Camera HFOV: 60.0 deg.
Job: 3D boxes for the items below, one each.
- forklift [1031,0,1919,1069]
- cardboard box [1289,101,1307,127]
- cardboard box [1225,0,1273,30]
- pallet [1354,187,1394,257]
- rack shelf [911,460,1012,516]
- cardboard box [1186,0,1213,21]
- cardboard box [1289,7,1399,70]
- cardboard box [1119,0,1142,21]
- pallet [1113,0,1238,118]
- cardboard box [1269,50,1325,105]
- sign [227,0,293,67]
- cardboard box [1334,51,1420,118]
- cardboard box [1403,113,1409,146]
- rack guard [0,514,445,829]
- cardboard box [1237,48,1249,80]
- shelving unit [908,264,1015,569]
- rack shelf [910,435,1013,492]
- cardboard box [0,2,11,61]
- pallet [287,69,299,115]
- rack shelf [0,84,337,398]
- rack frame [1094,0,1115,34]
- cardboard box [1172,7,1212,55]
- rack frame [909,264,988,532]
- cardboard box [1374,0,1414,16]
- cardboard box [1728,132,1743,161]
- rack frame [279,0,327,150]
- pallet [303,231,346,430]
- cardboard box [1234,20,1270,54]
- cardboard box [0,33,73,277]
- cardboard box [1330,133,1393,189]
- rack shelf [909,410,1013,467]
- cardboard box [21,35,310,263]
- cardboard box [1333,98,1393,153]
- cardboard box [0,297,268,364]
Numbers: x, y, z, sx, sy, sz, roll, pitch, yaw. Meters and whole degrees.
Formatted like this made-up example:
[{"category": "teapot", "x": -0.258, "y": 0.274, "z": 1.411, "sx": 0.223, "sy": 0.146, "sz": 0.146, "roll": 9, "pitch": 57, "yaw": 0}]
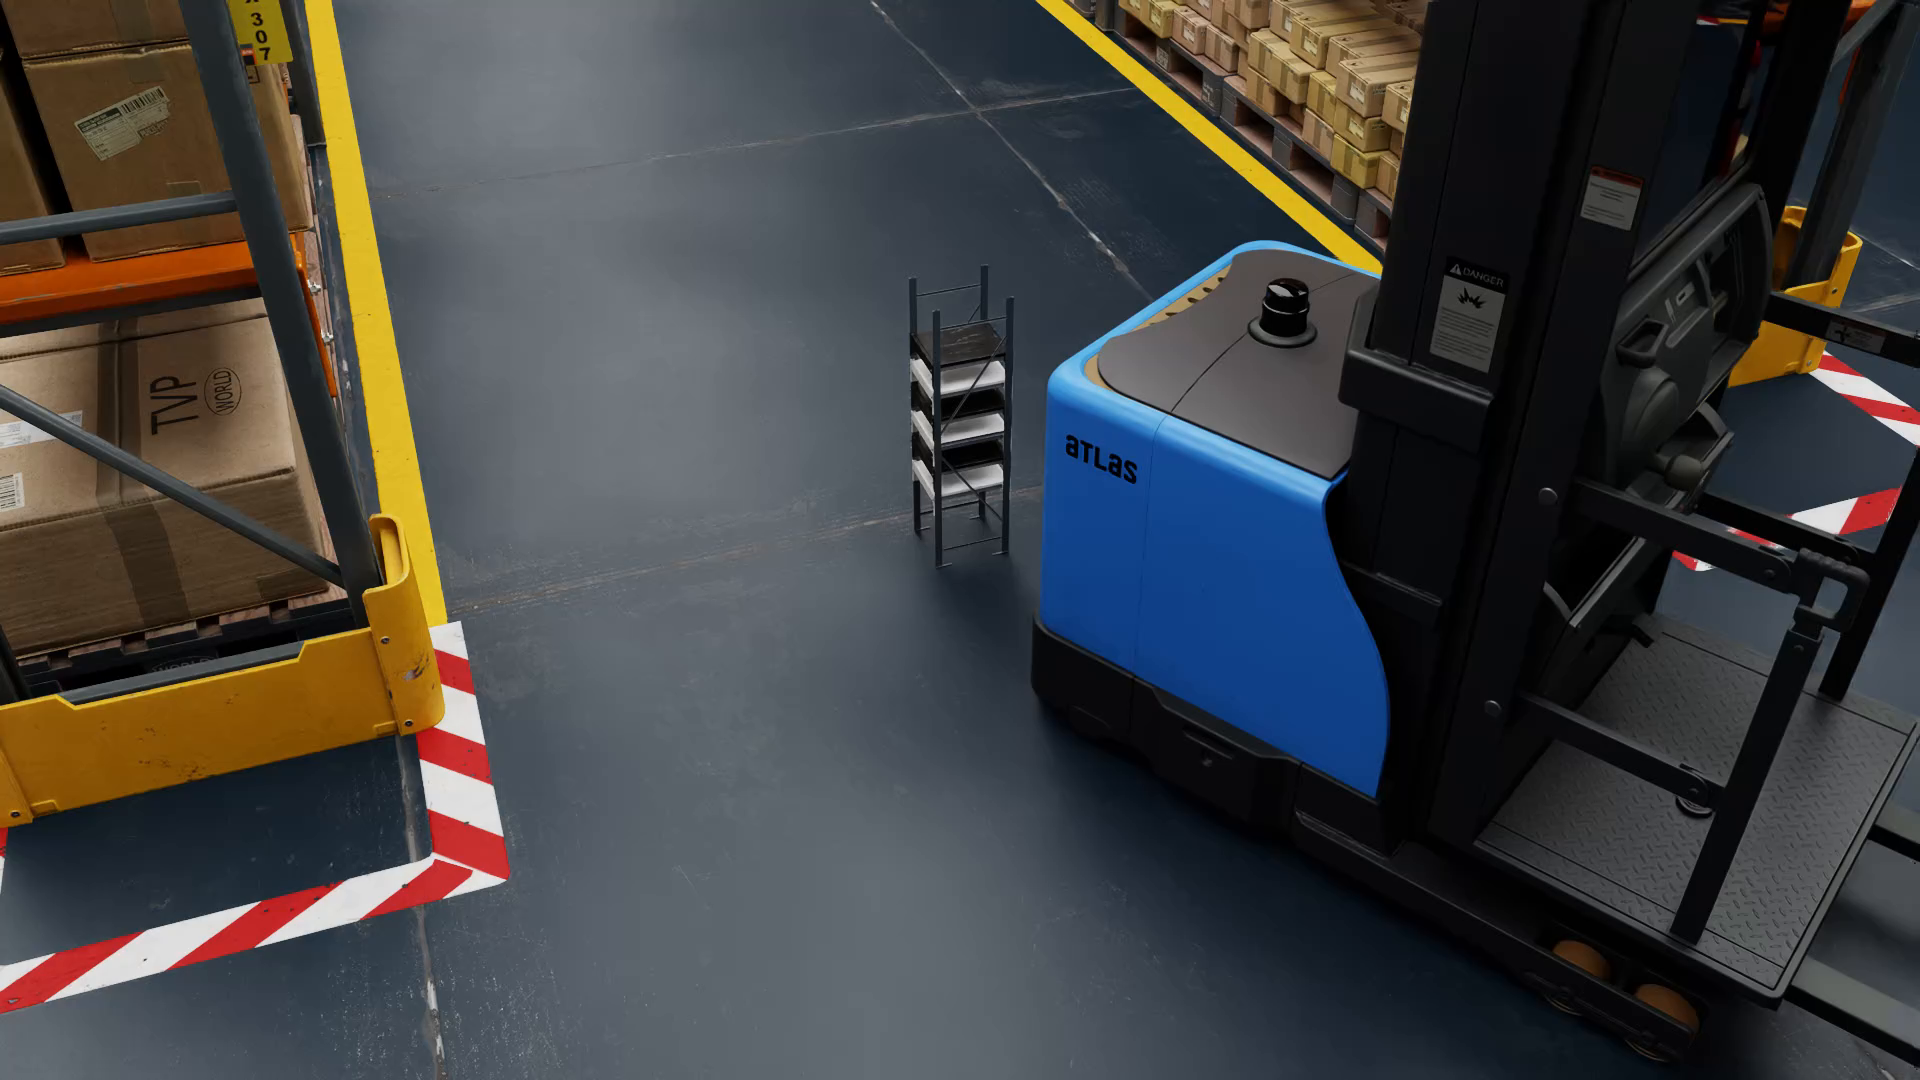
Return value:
[{"category": "forklift", "x": 1.654, "y": -0.374, "z": 3.311, "sx": 3.031, "sy": 2.935, "sz": 1.130, "roll": 26, "pitch": 44, "yaw": 31}, {"category": "cardboard box", "x": 1.681, "y": -1.919, "z": 7.325, "sx": 0.380, "sy": 0.149, "sz": 0.250, "roll": -11, "pitch": 38, "yaw": -15}, {"category": "cardboard box", "x": 1.429, "y": -2.444, "z": 7.528, "sx": 0.380, "sy": 0.149, "sz": 0.250, "roll": -12, "pitch": 39, "yaw": -15}, {"category": "pallet", "x": 2.315, "y": -1.155, "z": 6.608, "sx": 1.003, "sy": 0.211, "sz": 1.213, "roll": -12, "pitch": 39, "yaw": -16}, {"category": "rack shelf", "x": 0.003, "y": -0.184, "z": 5.102, "sx": 0.258, "sy": 0.077, "sz": 0.200, "roll": -12, "pitch": 39, "yaw": -16}, {"category": "cardboard box", "x": 1.324, "y": -2.641, "z": 8.037, "sx": 0.380, "sy": 0.149, "sz": 0.250, "roll": -13, "pitch": 39, "yaw": -16}, {"category": "cardboard box", "x": 1.649, "y": -2.160, "z": 7.151, "sx": 0.380, "sy": 0.149, "sz": 0.250, "roll": -12, "pitch": 39, "yaw": -16}, {"category": "cardboard box", "x": 1.034, "y": -2.776, "z": 8.463, "sx": 0.380, "sy": 0.149, "sz": 0.250, "roll": -14, "pitch": 39, "yaw": -18}, {"category": "pallet", "x": 1.475, "y": -2.533, "z": 8.438, "sx": 1.003, "sy": 0.211, "sz": 1.213, "roll": -12, "pitch": 39, "yaw": -16}, {"category": "cardboard box", "x": 1.575, "y": -2.028, "z": 7.222, "sx": 0.380, "sy": 0.149, "sz": 0.250, "roll": -12, "pitch": 39, "yaw": -15}, {"category": "sign", "x": -1.503, "y": -1.166, "z": 3.520, "sx": 0.100, "sy": 0.325, "sz": 0.005, "roll": -12, "pitch": 39, "yaw": -16}, {"category": "cardboard box", "x": 1.752, "y": -1.846, "z": 6.734, "sx": 0.380, "sy": 0.149, "sz": 0.250, "roll": -11, "pitch": 38, "yaw": -14}, {"category": "cardboard box", "x": 1.926, "y": -1.546, "z": 6.336, "sx": 0.380, "sy": 0.149, "sz": 0.250, "roll": -13, "pitch": 39, "yaw": -17}, {"category": "rack guard", "x": -2.017, "y": 0.335, "z": 4.390, "sx": 1.175, "sy": 0.500, "sz": 0.348, "roll": -12, "pitch": 39, "yaw": -16}, {"category": "cardboard box", "x": 1.520, "y": -2.218, "z": 7.722, "sx": 0.380, "sy": 0.149, "sz": 0.250, "roll": -14, "pitch": 39, "yaw": -18}, {"category": "shelving unit", "x": 0.003, "y": -0.355, "z": 4.973, "sx": 0.258, "sy": 0.900, "sz": 0.210, "roll": -12, "pitch": 39, "yaw": -16}, {"category": "rack shelf", "x": 0.003, "y": -0.256, "z": 5.047, "sx": 0.258, "sy": 0.077, "sz": 0.200, "roll": -12, "pitch": 39, "yaw": -16}, {"category": "cardboard box", "x": -2.415, "y": -1.340, "z": 3.621, "sx": 0.500, "sy": 0.500, "sz": 0.500, "roll": -11, "pitch": 38, "yaw": -14}, {"category": "pallet", "x": -3.739, "y": -2.244, "z": 8.053, "sx": 1.003, "sy": 0.211, "sz": 1.213, "roll": -12, "pitch": 39, "yaw": -16}, {"category": "rack shelf", "x": -2.714, "y": -1.520, "z": 5.373, "sx": 1.077, "sy": 0.370, "sz": 4.000, "roll": -12, "pitch": 39, "yaw": -16}, {"category": "rack frame", "x": 1.211, "y": -4.019, "z": 8.093, "sx": 1.000, "sy": 3.000, "sz": 0.127, "roll": -12, "pitch": 39, "yaw": -16}, {"category": "cardboard box", "x": 1.260, "y": -2.496, "z": 8.091, "sx": 0.380, "sy": 0.149, "sz": 0.250, "roll": -13, "pitch": 39, "yaw": -16}, {"category": "rack frame", "x": -0.032, "y": -0.412, "z": 5.049, "sx": 0.240, "sy": 0.900, "sz": 0.006, "roll": -12, "pitch": 39, "yaw": -16}, {"category": "cardboard box", "x": 2.095, "y": -2.417, "z": 7.492, "sx": 0.380, "sy": 0.149, "sz": 0.250, "roll": -14, "pitch": 39, "yaw": -18}, {"category": "cardboard box", "x": 2.726, "y": -1.392, "z": 6.131, "sx": 0.380, "sy": 0.149, "sz": 0.250, "roll": -14, "pitch": 39, "yaw": -18}, {"category": "rack frame", "x": -3.402, "y": -2.937, "z": 6.656, "sx": 1.000, "sy": 3.000, "sz": 0.127, "roll": -12, "pitch": 39, "yaw": -16}, {"category": "pallet", "x": -2.790, "y": -0.687, "z": 5.987, "sx": 1.003, "sy": 0.211, "sz": 1.213, "roll": -12, "pitch": 39, "yaw": -16}, {"category": "cardboard box", "x": 1.487, "y": -2.328, "z": 7.621, "sx": 0.380, "sy": 0.149, "sz": 0.250, "roll": -11, "pitch": 38, "yaw": -14}, {"category": "cardboard box", "x": -2.440, "y": -0.935, "z": 3.915, "sx": 0.500, "sy": 0.500, "sz": 0.500, "roll": -12, "pitch": 39, "yaw": -16}, {"category": "cardboard box", "x": 1.773, "y": -1.602, "z": 6.904, "sx": 0.380, "sy": 0.149, "sz": 0.250, "roll": -14, "pitch": 39, "yaw": -18}, {"category": "rack shelf", "x": 0.003, "y": -0.328, "z": 4.993, "sx": 0.258, "sy": 0.077, "sz": 0.200, "roll": -12, "pitch": 39, "yaw": -16}, {"category": "cardboard box", "x": -1.921, "y": -1.048, "z": 4.065, "sx": 0.500, "sy": 0.500, "sz": 0.500, "roll": -13, "pitch": 39, "yaw": -16}, {"category": "cardboard box", "x": 1.767, "y": -1.729, "z": 6.826, "sx": 0.380, "sy": 0.149, "sz": 0.250, "roll": -12, "pitch": 39, "yaw": -15}, {"category": "cardboard box", "x": -2.670, "y": -0.689, "z": 5.452, "sx": 0.875, "sy": 0.438, "sz": 0.875, "roll": -11, "pitch": 38, "yaw": -15}]
